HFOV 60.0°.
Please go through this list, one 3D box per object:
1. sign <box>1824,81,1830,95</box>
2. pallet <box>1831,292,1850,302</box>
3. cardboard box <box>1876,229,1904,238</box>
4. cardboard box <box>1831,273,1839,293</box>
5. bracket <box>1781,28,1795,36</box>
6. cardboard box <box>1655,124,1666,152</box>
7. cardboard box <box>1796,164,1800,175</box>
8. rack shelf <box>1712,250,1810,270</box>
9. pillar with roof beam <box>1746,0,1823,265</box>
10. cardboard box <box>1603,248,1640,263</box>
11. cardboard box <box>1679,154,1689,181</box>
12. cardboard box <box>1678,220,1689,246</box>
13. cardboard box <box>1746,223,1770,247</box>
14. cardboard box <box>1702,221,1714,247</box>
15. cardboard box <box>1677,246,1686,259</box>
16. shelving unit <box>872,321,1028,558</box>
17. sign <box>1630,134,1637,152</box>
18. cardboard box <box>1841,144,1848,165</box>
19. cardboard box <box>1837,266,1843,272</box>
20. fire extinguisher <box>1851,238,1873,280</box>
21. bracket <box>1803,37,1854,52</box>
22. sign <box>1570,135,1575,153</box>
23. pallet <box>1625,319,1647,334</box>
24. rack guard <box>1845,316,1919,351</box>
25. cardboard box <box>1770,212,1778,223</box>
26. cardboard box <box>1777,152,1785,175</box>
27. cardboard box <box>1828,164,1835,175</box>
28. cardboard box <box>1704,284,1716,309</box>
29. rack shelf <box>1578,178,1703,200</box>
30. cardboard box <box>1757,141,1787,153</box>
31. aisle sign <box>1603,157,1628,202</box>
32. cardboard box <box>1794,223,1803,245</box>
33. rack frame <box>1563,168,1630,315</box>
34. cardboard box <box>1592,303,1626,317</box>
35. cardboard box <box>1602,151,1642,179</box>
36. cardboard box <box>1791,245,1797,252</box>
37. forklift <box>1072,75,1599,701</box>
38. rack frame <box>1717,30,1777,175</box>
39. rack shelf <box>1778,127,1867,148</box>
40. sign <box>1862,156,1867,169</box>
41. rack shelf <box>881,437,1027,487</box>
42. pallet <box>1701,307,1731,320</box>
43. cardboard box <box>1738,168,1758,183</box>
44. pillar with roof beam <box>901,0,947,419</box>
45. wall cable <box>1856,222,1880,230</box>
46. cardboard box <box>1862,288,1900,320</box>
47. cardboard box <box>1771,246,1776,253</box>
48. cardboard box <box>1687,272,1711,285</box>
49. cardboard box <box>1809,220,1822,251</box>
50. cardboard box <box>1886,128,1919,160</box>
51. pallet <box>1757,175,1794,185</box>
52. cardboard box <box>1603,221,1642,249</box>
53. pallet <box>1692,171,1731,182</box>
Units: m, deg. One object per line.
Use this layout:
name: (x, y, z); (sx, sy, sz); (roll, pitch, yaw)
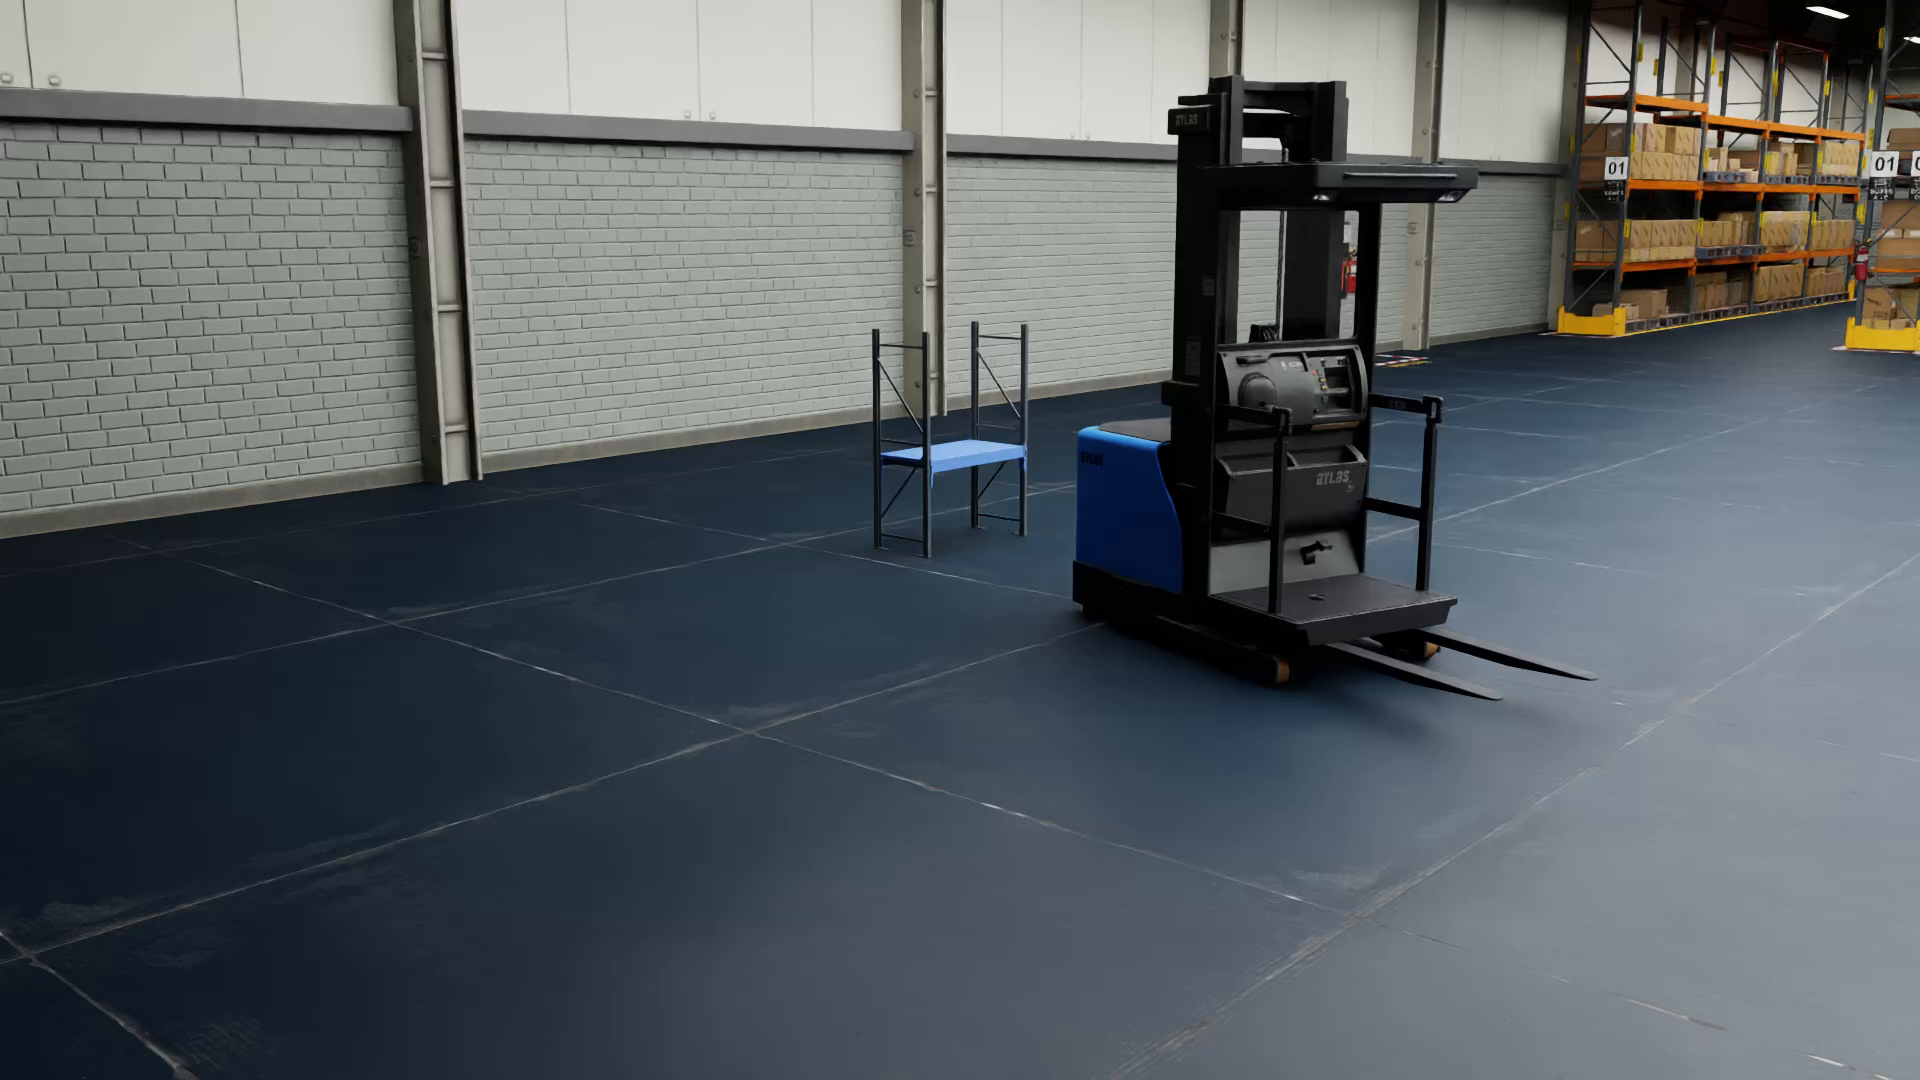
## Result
sign: (20.017, -10.436, 38.397); (0.100, 0.325, 0.005); (10, 15, 40)
pallet: (21.773, -6.158, 42.006); (1.003, 0.211, 1.213); (10, 15, 40)
cardboard box: (15.513, -5.108, 27.714); (0.380, 0.149, 0.250); (9, 15, 39)
cardboard box: (21.525, -6.444, 41.627); (0.700, 0.500, 0.500); (10, 15, 40)
bracket: (19.406, -11.880, 39.026); (0.235, 0.232, 0.430); (10, 15, 40)
cardboard box: (12.816, -7.489, 31.031); (0.500, 0.500, 0.500); (10, 15, 42)
cardboard box: (19.877, -8.849, 39.752); (0.500, 0.250, 0.500); (10, 15, 41)
rack shelf: (18.281, -6.418, 38.023); (1.077, 0.370, 4.000); (10, 15, 40)
pillar with roof beam: (22.648, -9.665, 37.127); (9.100, 9.000, 0.548); (10, 15, 40)
cardboard box: (12.241, -5.267, 30.753); (0.500, 0.250, 0.500); (9, 15, 39)
cardboard box: (13.829, -7.239, 32.331); (0.500, 0.500, 0.500); (8, 14, 36)
cardboard box: (13.916, -6.008, 32.553); (0.500, 0.500, 0.500); (10, 15, 40)
cardboard box: (17.474, -6.720, 36.631); (0.500, 0.500, 0.500); (10, 15, 42)
cardboard box: (15.056, -6.305, 34.240); (0.500, 0.500, 0.700); (-10, 15, -42)
cardboard box: (13.900, -5.643, 32.639); (0.500, 0.250, 0.500); (10, 15, 41)
shelving unit: (-0.056, -0.723, 11.501); (0.538, 1.500, 1.048); (10, 15, 40)
sign: (12.088, -7.129, 29.856); (0.100, 0.325, 0.005); (10, 15, 40)
cardboard box: (21.287, -9.381, 40.502); (0.500, 0.500, 0.500); (9, 14, 38)
cardboard box: (21.907, -6.794, 41.720); (0.380, 0.149, 0.250); (10, 15, 40)
fire extinguisher: (14.977, -4.664, 27.604); (0.296, 0.674, 0.183); (10, 15, 40)
bracket: (21.655, -12.381, 41.535); (0.076, 0.066, 4.783); (10, 15, 40)
sign: (11.276, -7.279, 30.580); (0.100, 0.325, 0.005); (10, 15, 40)
pallet: (12.293, -4.058, 31.491); (1.003, 0.211, 1.213); (10, 15, 40)
rack guard: (15.388, -3.430, 27.610); (1.175, 0.500, 0.348); (10, 15, 40)
cardboard box: (17.809, -7.162, 36.929); (0.500, 0.250, 0.500); (9, 15, 40)
cardboard box: (18.240, -8.530, 37.723); (0.700, 0.500, 0.500); (10, 15, 40)
cardboard box: (20.603, -8.858, 39.800); (0.500, 0.250, 0.500); (9, 15, 39)
cardboard box: (15.465, -5.141, 35.051); (0.700, 0.500, 0.500); (10, 15, 41)
rack shelf: (13.000, -6.712, 31.837); (1.077, 0.370, 4.000); (10, 15, 40)
cardboard box: (18.569, -8.973, 38.026); (0.500, 0.250, 0.500); (9, 15, 39)
aisle sign: (11.858, -6.525, 30.085); (0.394, 0.787, 0.004); (10, 15, 40)
cardboard box: (19.157, -7.093, 38.500); (0.500, 0.500, 0.500); (10, 15, 41)
rack frame: (11.680, -5.300, 30.587); (1.000, 3.000, 0.127); (10, 15, 40)
cardboard box: (12.204, -4.287, 31.258); (0.500, 0.311, 0.500); (8, 14, 34)
cardboard box: (12.089, -6.846, 30.366); (0.500, 0.500, 0.500); (10, 15, 42)
cardboard box: (19.107, -6.746, 38.421); (0.380, 0.149, 0.250); (10, 15, 40)
forklift: (1.824, -0.823, 8.346); (1.130, 2.935, 3.031); (-6, 13, -30)
rack frame: (16.961, -9.419, 35.892); (1.000, 3.000, 0.127); (10, 15, 40)
rack shelf: (20.922, -9.752, 40.421); (1.077, 0.370, 4.000); (10, 15, 40)
sign: (22.640, -9.448, 41.638); (0.100, 0.325, 0.005); (10, 15, 40)
rack shelf: (-0.056, -0.547, 11.537); (0.538, 0.185, 1.000); (10, 15, 40)
pallet: (15.639, -4.816, 35.283); (1.003, 0.211, 1.213); (10, 15, 40)
cardboard box: (16.689, -7.773, 35.487); (0.500, 0.311, 0.500); (10, 15, 40)
pillar with roof beam: (2.844, -5.251, 15.029); (9.100, 9.000, 0.400); (10, 15, 40)
wall cable: (26.244, -9.859, 46.024); (3.097, 2.526, 0.112); (10, 15, 40)
cardboard box: (15.534, -4.002, 28.125); (0.500, 0.500, 0.500); (10, 15, 40)
cardboard box: (18.181, -6.575, 37.561); (0.380, 0.149, 0.250); (10, 15, 41)
cardboard box: (15.423, -5.499, 34.927); (0.500, 0.250, 0.500); (9, 15, 39)
cardboard box: (19.972, -7.290, 39.786); (0.980, 0.700, 0.700); (10, 15, 41)
cardboard box: (15.786, -6.540, 27.445); (0.637, 0.503, 0.797); (-11, 16, -44)
pallet: (18.082, -8.121, 37.539); (1.003, 0.211, 1.213); (11, 16, 43)
cardboard box: (12.221, -5.635, 30.683); (0.500, 0.500, 0.500); (10, 15, 40)
pallet: (14.808, -7.344, 33.643); (1.213, 0.211, 1.003); (10, 15, 40)
